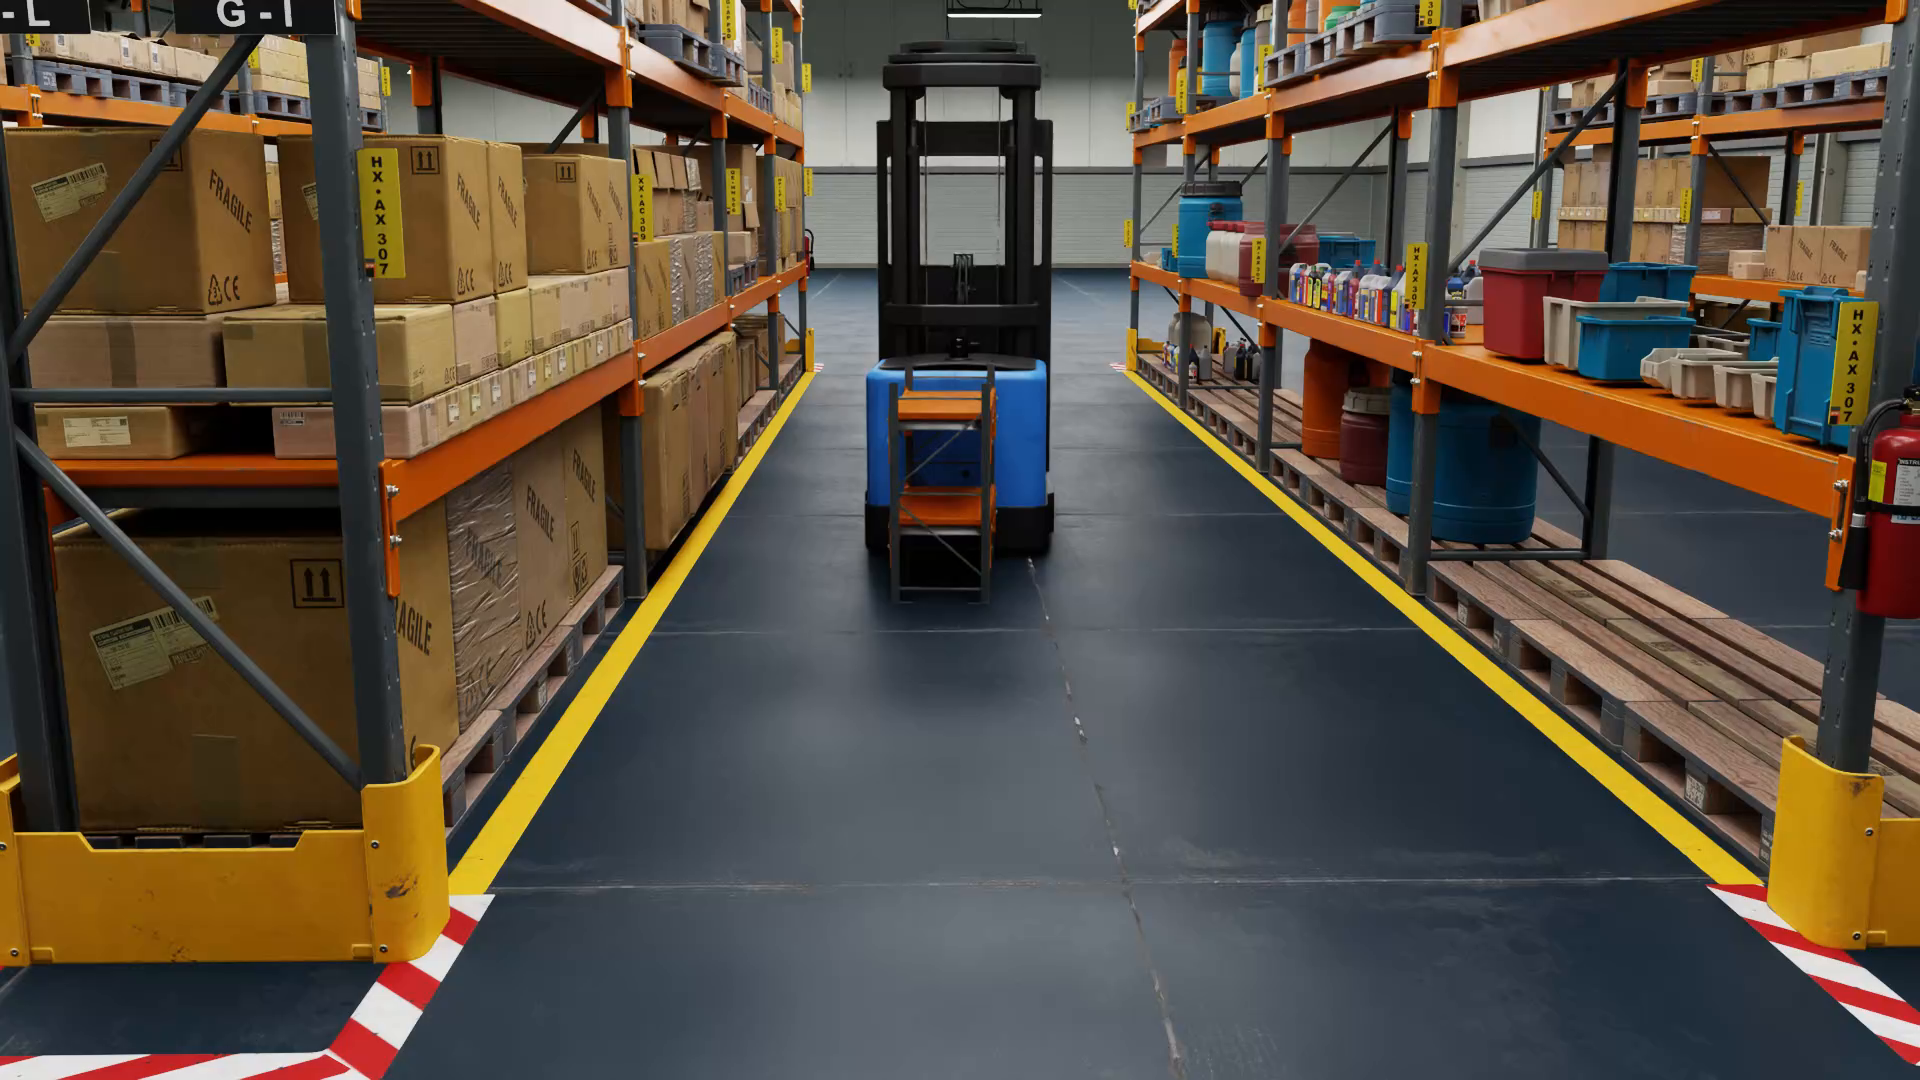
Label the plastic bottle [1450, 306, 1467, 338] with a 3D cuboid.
[{"bbox_3d":[2.626,-1.171,8.786,0.097,0.201,0.097,0,11,0],"label":"plastic bottle"}]

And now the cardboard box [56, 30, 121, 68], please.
[{"bbox_3d":[-6.968,-3.857,13.053,0.500,0.250,0.500,0,11,0],"label":"cardboard box"}]

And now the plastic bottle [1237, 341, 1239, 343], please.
[{"bbox_3d":[3.082,-2.070,18.445,0.061,0.283,0.133,0,11,0],"label":"plastic bottle"}]

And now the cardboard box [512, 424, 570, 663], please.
[{"bbox_3d":[-2.167,-0.021,6.904,0.875,0.875,0.875,0,11,-1],"label":"cardboard box"}]

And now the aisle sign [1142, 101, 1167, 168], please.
[{"bbox_3d":[2.290,-4.859,19.929,0.394,0.787,0.004,0,11,-1],"label":"aisle sign"}]

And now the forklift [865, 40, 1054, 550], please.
[{"bbox_3d":[0.041,-1.620,10.672,1.130,2.935,3.031,1,11,3],"label":"forklift"}]

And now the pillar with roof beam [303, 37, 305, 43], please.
[{"bbox_3d":[-14.440,-12.269,47.903,9.100,9.000,0.548,0,11,-1],"label":"pillar with roof beam"}]

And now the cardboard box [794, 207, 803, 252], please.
[{"bbox_3d":[-2.253,-3.538,18.957,0.875,0.500,0.500,0,11,-1],"label":"cardboard box"}]

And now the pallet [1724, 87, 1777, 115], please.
[{"bbox_3d":[7.651,-3.998,15.158,0.805,0.209,1.217,-1,11,-3],"label":"pallet"}]

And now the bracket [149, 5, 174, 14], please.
[{"bbox_3d":[-18.204,-12.230,38.655,0.076,0.066,4.783,0,11,-1],"label":"bracket"}]

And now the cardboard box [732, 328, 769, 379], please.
[{"bbox_3d":[-2.272,-1.931,17.264,0.500,0.500,0.500,4,12,17],"label":"cardboard box"}]

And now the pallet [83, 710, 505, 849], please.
[{"bbox_3d":[-2.131,0.837,5.405,1.003,0.211,1.213,0,11,-1],"label":"pallet"}]

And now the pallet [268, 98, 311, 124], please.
[{"bbox_3d":[-7.274,-4.588,17.807,1.003,0.211,1.213,0,11,-1],"label":"pallet"}]

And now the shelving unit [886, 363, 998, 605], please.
[{"bbox_3d":[-0.078,-0.327,8.842,0.538,1.125,1.048,1,11,3],"label":"shelving unit"}]

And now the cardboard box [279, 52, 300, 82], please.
[{"bbox_3d":[-6.988,-4.752,16.717,0.500,0.250,0.500,0,11,-2],"label":"cardboard box"}]

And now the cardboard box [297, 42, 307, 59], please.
[{"bbox_3d":[-6.936,-5.026,17.061,0.380,0.149,0.250,0,11,-1],"label":"cardboard box"}]

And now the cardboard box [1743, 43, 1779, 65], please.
[{"bbox_3d":[7.593,-4.644,15.296,0.500,0.500,0.500,0,11,0],"label":"cardboard box"}]

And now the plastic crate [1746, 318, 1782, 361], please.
[{"bbox_3d":[3.206,-0.711,6.290,0.416,0.233,0.300,0,11,-1],"label":"plastic crate"}]

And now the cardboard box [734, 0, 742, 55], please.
[{"bbox_3d":[-1.961,-3.921,12.789,0.500,0.500,0.500,0,11,-1],"label":"cardboard box"}]

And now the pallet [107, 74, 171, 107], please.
[{"bbox_3d":[-7.255,-3.689,13.629,1.003,0.211,1.213,0,11,1],"label":"pallet"}]

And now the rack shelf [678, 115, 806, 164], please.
[{"bbox_3d":[-2.326,-4.272,17.837,1.077,0.370,4.000,0,11,-1],"label":"rack shelf"}]

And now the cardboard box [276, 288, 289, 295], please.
[{"bbox_3d":[-2.333,-0.741,5.796,0.500,0.250,0.500,-1,11,-3],"label":"cardboard box"}]

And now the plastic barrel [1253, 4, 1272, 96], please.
[{"bbox_3d":[2.908,-4.263,14.721,0.600,0.901,0.600,0,11,0],"label":"plastic barrel"}]

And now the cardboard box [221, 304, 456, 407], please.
[{"bbox_3d":[-1.777,-0.540,4.807,0.500,0.250,0.500,-1,11,-3],"label":"cardboard box"}]

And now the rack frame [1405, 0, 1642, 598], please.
[{"bbox_3d":[2.833,-1.187,8.365,1.000,3.000,0.127,0,11,-1],"label":"rack frame"}]

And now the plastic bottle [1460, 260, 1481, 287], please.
[{"bbox_3d":[3.177,-1.557,10.313,0.144,0.351,0.185,0,11,-1],"label":"plastic bottle"}]

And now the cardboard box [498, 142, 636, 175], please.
[{"bbox_3d":[-2.141,-1.834,8.781,0.797,0.503,0.637,-1,11,-3],"label":"cardboard box"}]

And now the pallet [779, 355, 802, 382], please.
[{"bbox_3d":[-2.384,-2.009,19.429,1.003,0.211,1.213,0,11,-1],"label":"pallet"}]

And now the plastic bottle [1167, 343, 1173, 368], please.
[{"bbox_3d":[2.318,-2.021,18.232,0.097,0.271,0.097,0,11,0],"label":"plastic bottle"}]

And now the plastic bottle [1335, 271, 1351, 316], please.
[{"bbox_3d":[2.464,-1.558,10.508,0.152,0.276,0.135,0,11,-1],"label":"plastic bottle"}]

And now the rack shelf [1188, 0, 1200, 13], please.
[{"bbox_3d":[2.709,-4.771,13.759,1.077,0.370,4.000,0,11,-1],"label":"rack shelf"}]

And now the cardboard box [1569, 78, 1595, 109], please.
[{"bbox_3d":[7.545,-5.273,19.293,0.797,0.503,0.637,1,11,3],"label":"cardboard box"}]

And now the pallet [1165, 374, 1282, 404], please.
[{"bbox_3d":[2.695,-1.544,17.140,1.003,0.211,1.213,0,11,-1],"label":"pallet"}]

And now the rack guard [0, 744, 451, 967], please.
[{"bbox_3d":[-2.036,0.858,4.571,1.175,0.500,0.348,0,11,-1],"label":"rack guard"}]

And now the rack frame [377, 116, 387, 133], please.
[{"bbox_3d":[-7.328,-3.552,20.022,1.000,3.000,0.127,0,11,-1],"label":"rack frame"}]

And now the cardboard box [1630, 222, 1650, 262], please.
[{"bbox_3d":[7.580,-3.139,17.734,0.700,0.500,0.500,0,11,0],"label":"cardboard box"}]

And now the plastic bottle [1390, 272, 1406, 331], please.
[{"bbox_3d":[2.487,-1.344,9.264,0.144,0.351,0.185,0,11,-1],"label":"plastic bottle"}]

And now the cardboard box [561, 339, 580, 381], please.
[{"bbox_3d":[-1.758,-0.729,6.739,0.380,0.149,0.250,0,11,-2],"label":"cardboard box"}]

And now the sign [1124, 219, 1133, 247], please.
[{"bbox_3d":[2.035,-3.707,20.089,0.100,0.325,0.005,0,11,-1],"label":"sign"}]

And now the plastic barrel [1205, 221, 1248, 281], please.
[{"bbox_3d":[2.468,-2.653,15.249,0.433,0.535,0.433,0,11,0],"label":"plastic barrel"}]

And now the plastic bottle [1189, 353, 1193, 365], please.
[{"bbox_3d":[2.328,-1.756,16.895,0.061,0.283,0.133,0,11,2],"label":"plastic bottle"}]

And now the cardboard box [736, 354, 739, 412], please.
[{"bbox_3d":[-2.279,-1.308,14.144,0.700,0.500,0.500,1,11,4],"label":"cardboard box"}]

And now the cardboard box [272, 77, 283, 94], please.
[{"bbox_3d":[-6.920,-4.484,16.395,0.380,0.149,0.250,0,11,-1],"label":"cardboard box"}]

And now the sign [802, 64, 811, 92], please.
[{"bbox_3d":[-1.812,-5.454,19.628,0.100,0.325,0.005,0,11,-1],"label":"sign"}]

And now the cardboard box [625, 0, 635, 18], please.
[{"bbox_3d":[-2.052,-3.017,9.011,0.500,0.311,0.500,-1,11,-3],"label":"cardboard box"}]

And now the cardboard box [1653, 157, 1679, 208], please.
[{"bbox_3d":[7.593,-3.670,17.092,0.700,0.500,0.500,0,11,-1],"label":"cardboard box"}]

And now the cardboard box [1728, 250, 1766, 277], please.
[{"bbox_3d":[7.674,-2.626,15.834,0.500,0.250,0.500,0,11,2],"label":"cardboard box"}]

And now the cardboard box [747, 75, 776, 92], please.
[{"bbox_3d":[-1.983,-4.415,16.105,0.380,0.149,0.250,-1,11,-3],"label":"cardboard box"}]

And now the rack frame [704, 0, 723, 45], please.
[{"bbox_3d":[-2.202,-4.902,11.588,1.000,3.000,0.127,0,11,-1],"label":"rack frame"}]

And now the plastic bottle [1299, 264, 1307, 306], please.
[{"bbox_3d":[2.397,-1.772,11.543,0.061,0.283,0.133,0,11,-1],"label":"plastic bottle"}]

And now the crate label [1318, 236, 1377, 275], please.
[{"bbox_3d":[3.000,-2.198,13.260,0.502,0.435,0.616,0,11,-1],"label":"crate label"}]

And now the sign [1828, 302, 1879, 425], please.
[{"bbox_3d":[2.366,-0.466,4.403,0.100,0.325,0.005,0,11,-1],"label":"sign"}]

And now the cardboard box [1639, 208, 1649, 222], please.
[{"bbox_3d":[7.381,-3.419,17.485,0.380,0.149,0.250,0,11,-1],"label":"cardboard box"}]
